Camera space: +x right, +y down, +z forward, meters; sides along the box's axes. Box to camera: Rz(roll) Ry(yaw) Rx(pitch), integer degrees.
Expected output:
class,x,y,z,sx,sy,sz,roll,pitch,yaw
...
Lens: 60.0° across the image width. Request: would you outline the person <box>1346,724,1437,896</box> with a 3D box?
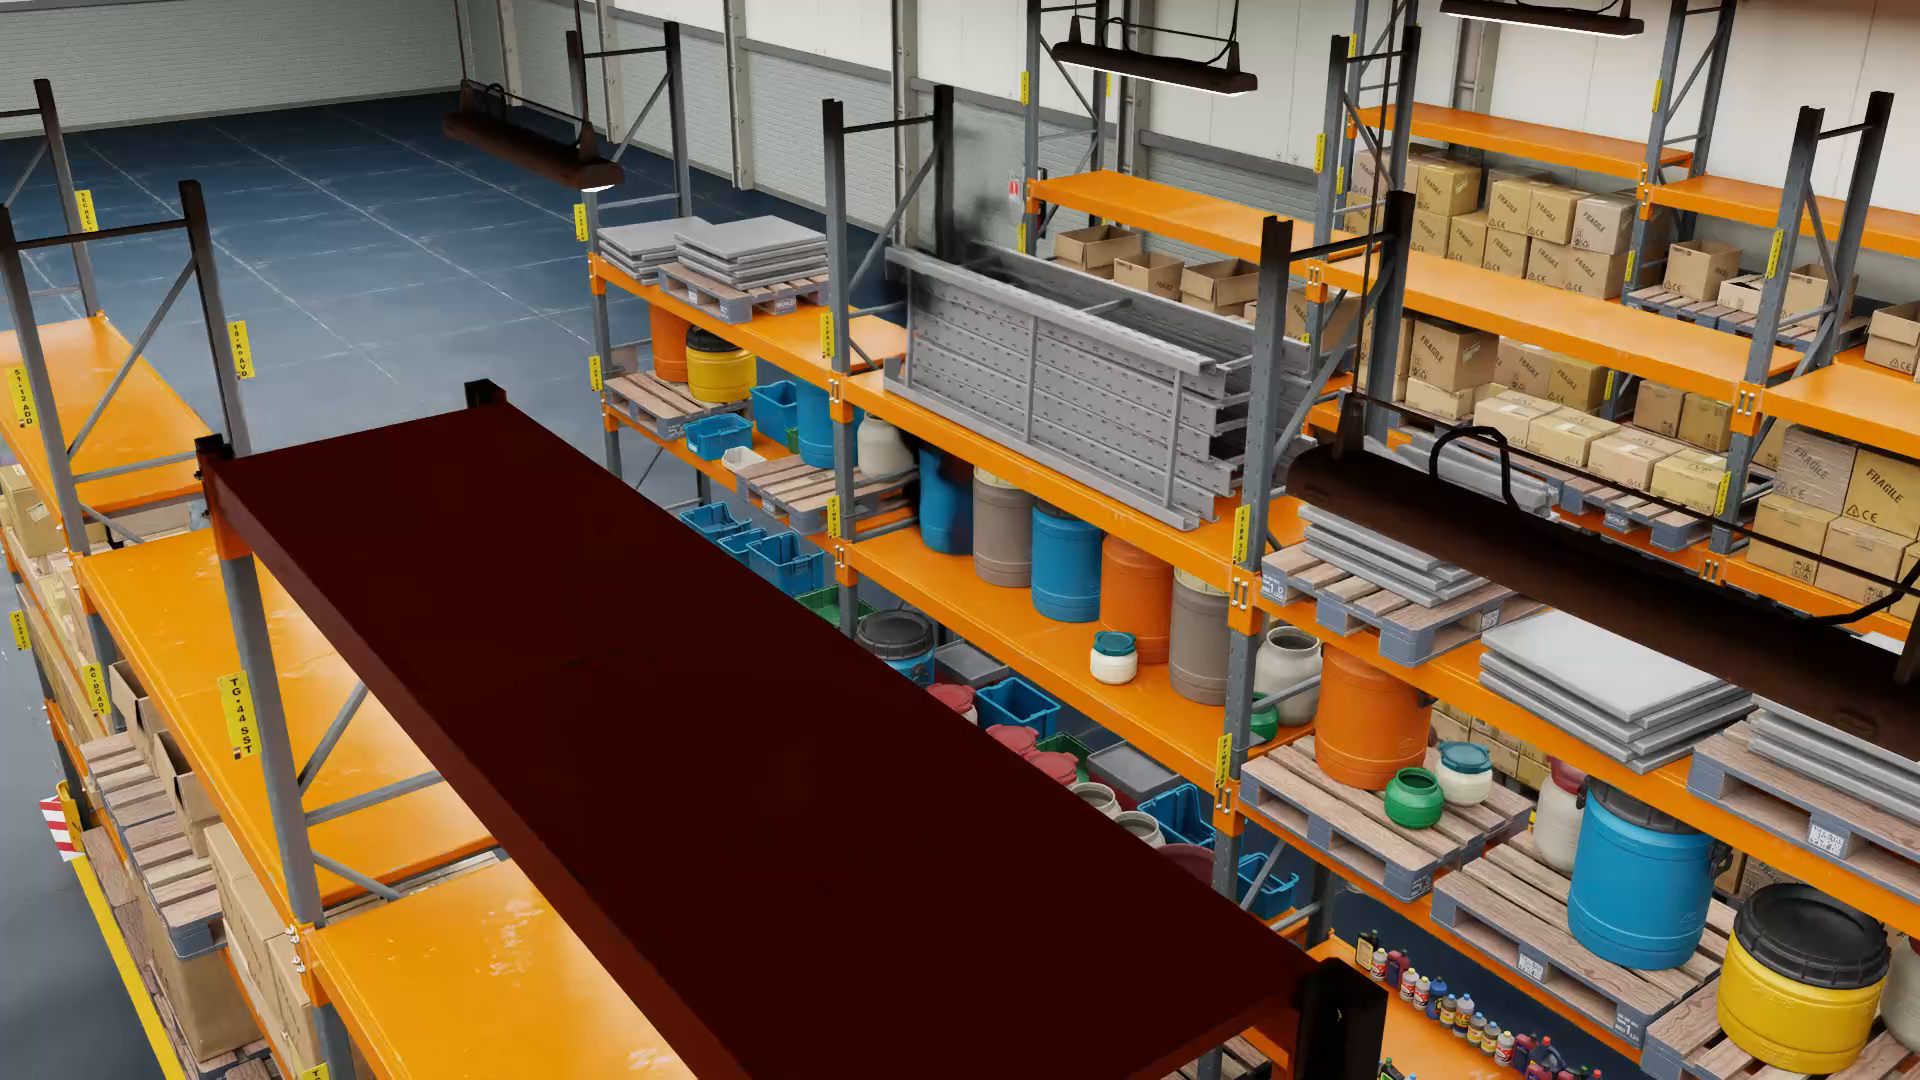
class,x,y,z,sx,sy,sz,roll,pitch,yaw
person,3.270,2.006,12.094,0.818,1.596,0.540,18,30,34
